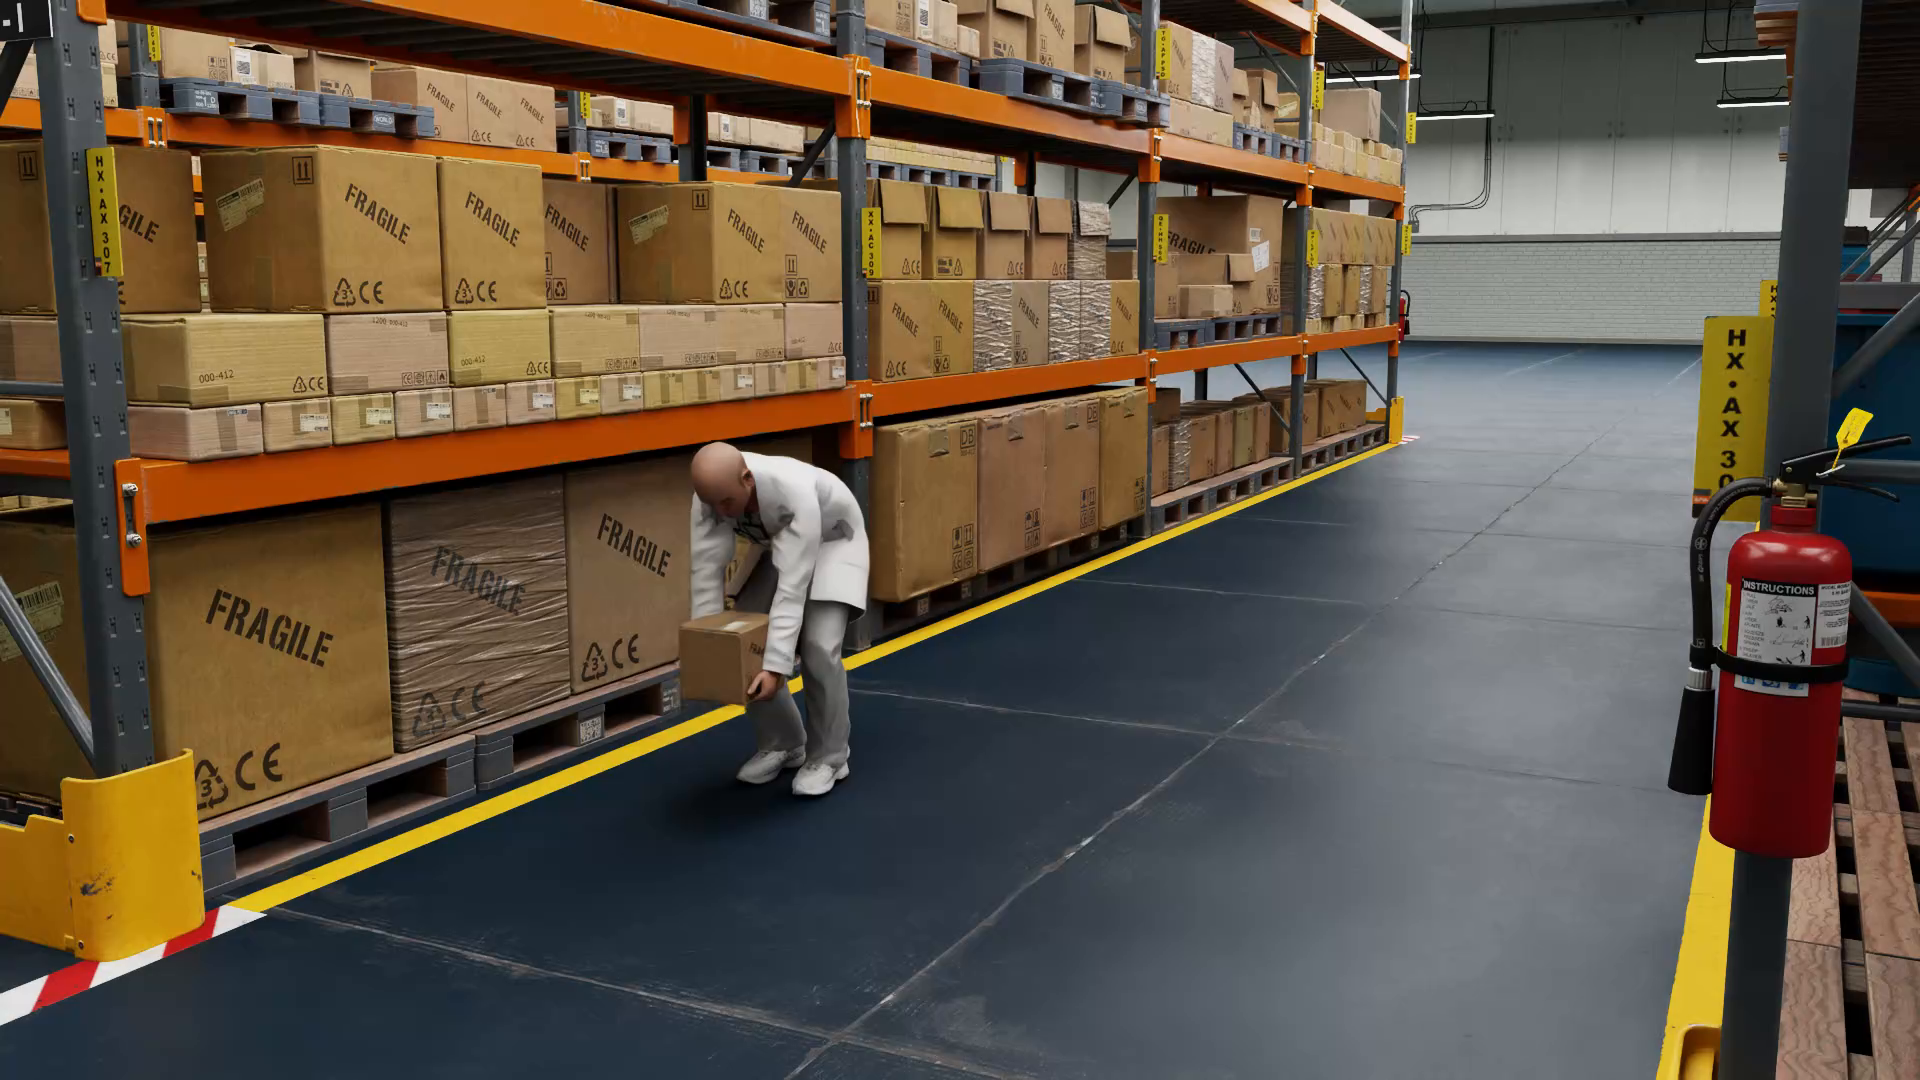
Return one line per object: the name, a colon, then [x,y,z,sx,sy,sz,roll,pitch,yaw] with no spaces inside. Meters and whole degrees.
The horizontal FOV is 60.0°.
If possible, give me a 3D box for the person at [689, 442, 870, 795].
person: [-0.660,0.280,5.810,0.562,1.258,0.909,4,10,24]
